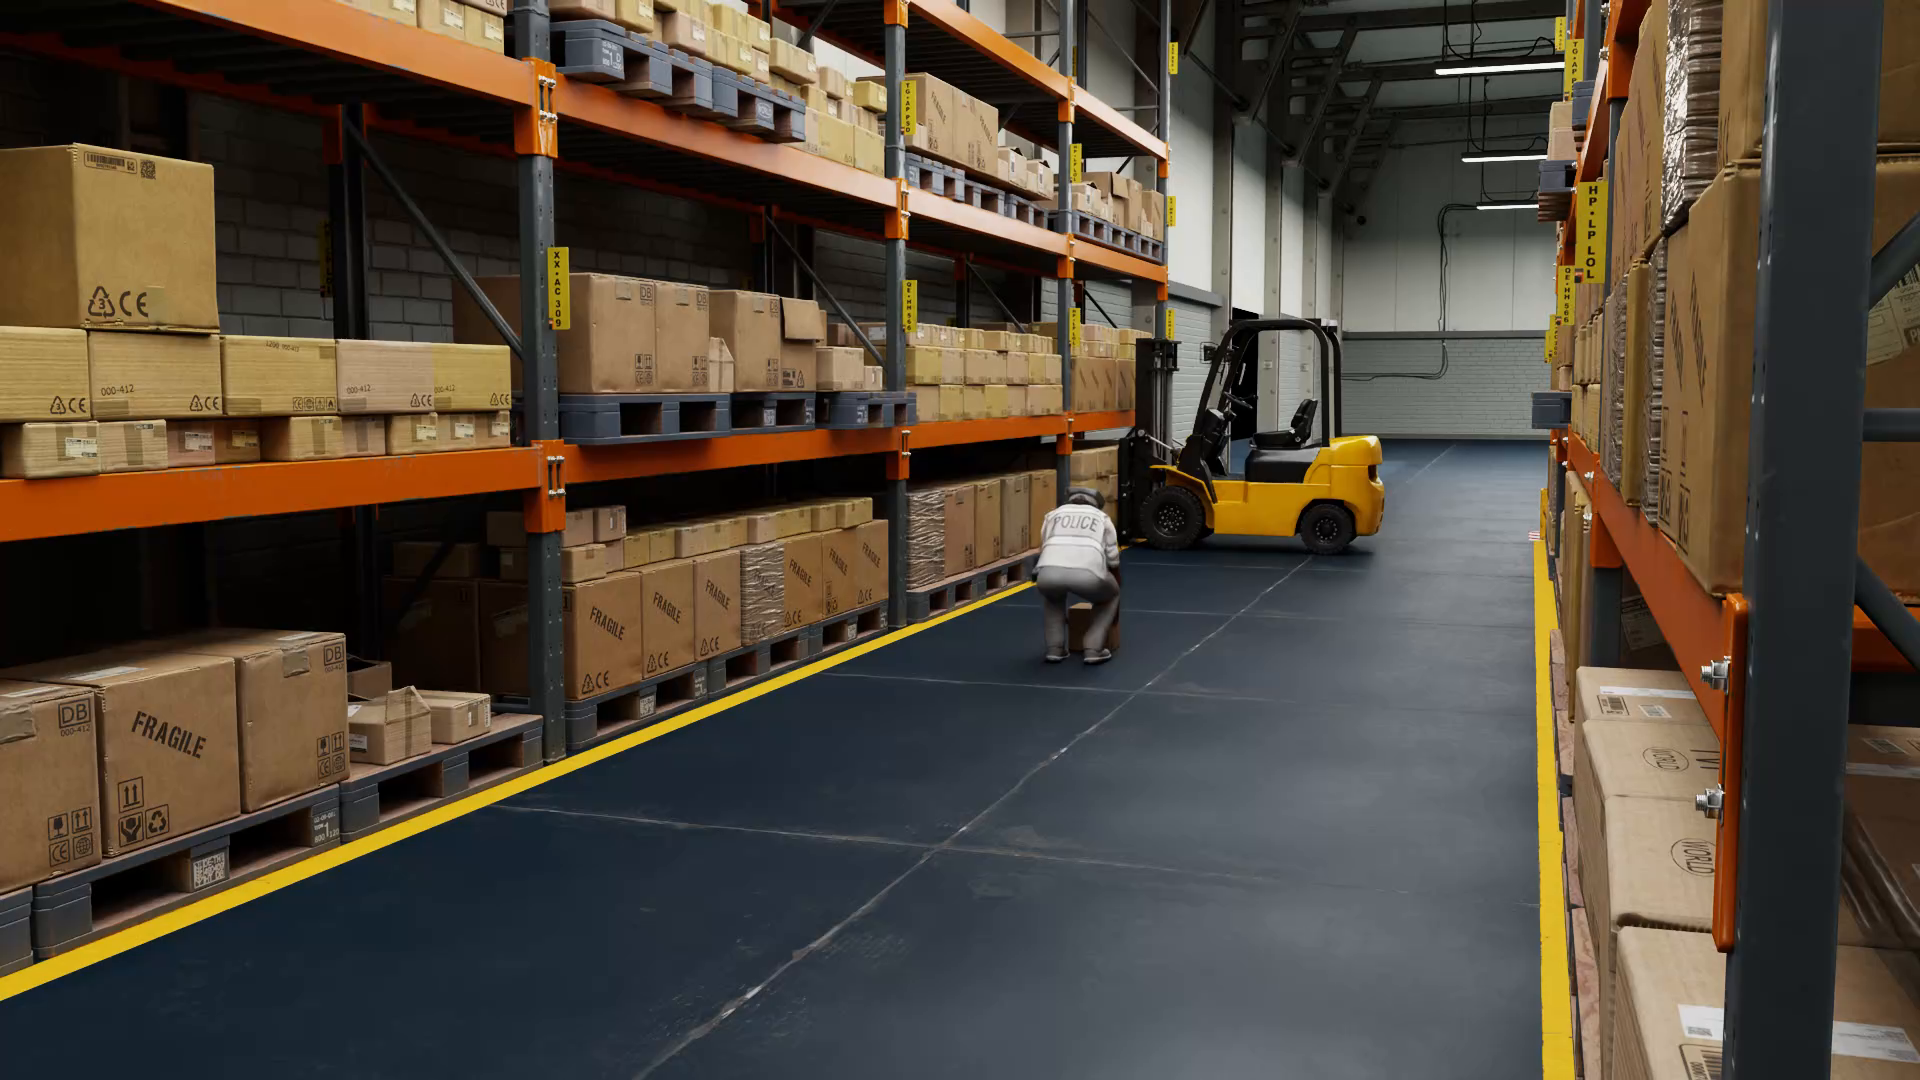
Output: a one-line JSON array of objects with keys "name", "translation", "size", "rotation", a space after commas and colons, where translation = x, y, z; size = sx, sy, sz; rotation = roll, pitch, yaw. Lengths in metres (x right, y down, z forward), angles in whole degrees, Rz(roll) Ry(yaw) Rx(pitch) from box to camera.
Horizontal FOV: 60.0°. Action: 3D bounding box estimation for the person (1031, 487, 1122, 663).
[{"name": "person", "translation": [0.662, 0.195, 9.440], "size": [0.478, 0.967, 0.857], "rotation": [2, 6, 18]}]
